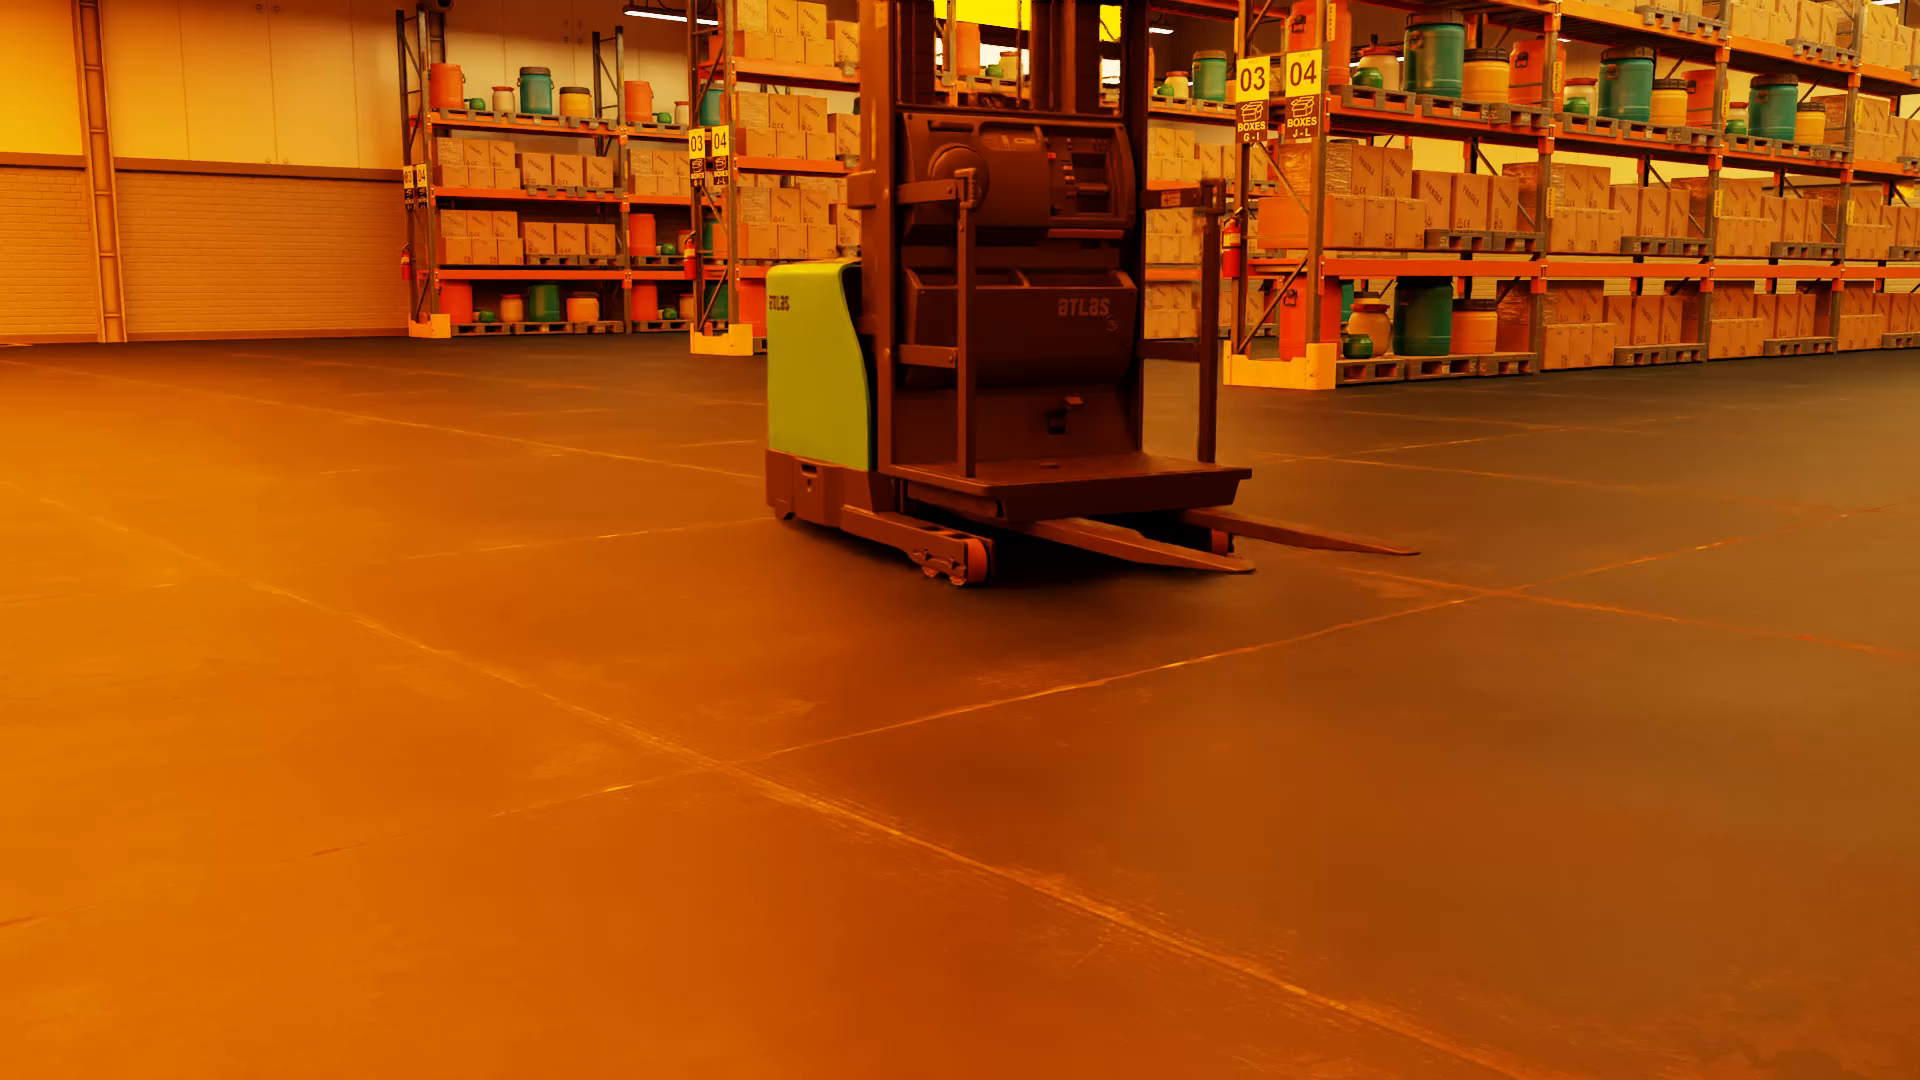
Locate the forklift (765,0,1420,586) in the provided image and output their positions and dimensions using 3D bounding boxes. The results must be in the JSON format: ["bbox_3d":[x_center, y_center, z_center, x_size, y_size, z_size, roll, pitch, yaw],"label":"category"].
[{"bbox_3d":[0.326,-1.371,5.815,1.130,2.935,3.031,-5,10,-28],"label":"forklift"}]
